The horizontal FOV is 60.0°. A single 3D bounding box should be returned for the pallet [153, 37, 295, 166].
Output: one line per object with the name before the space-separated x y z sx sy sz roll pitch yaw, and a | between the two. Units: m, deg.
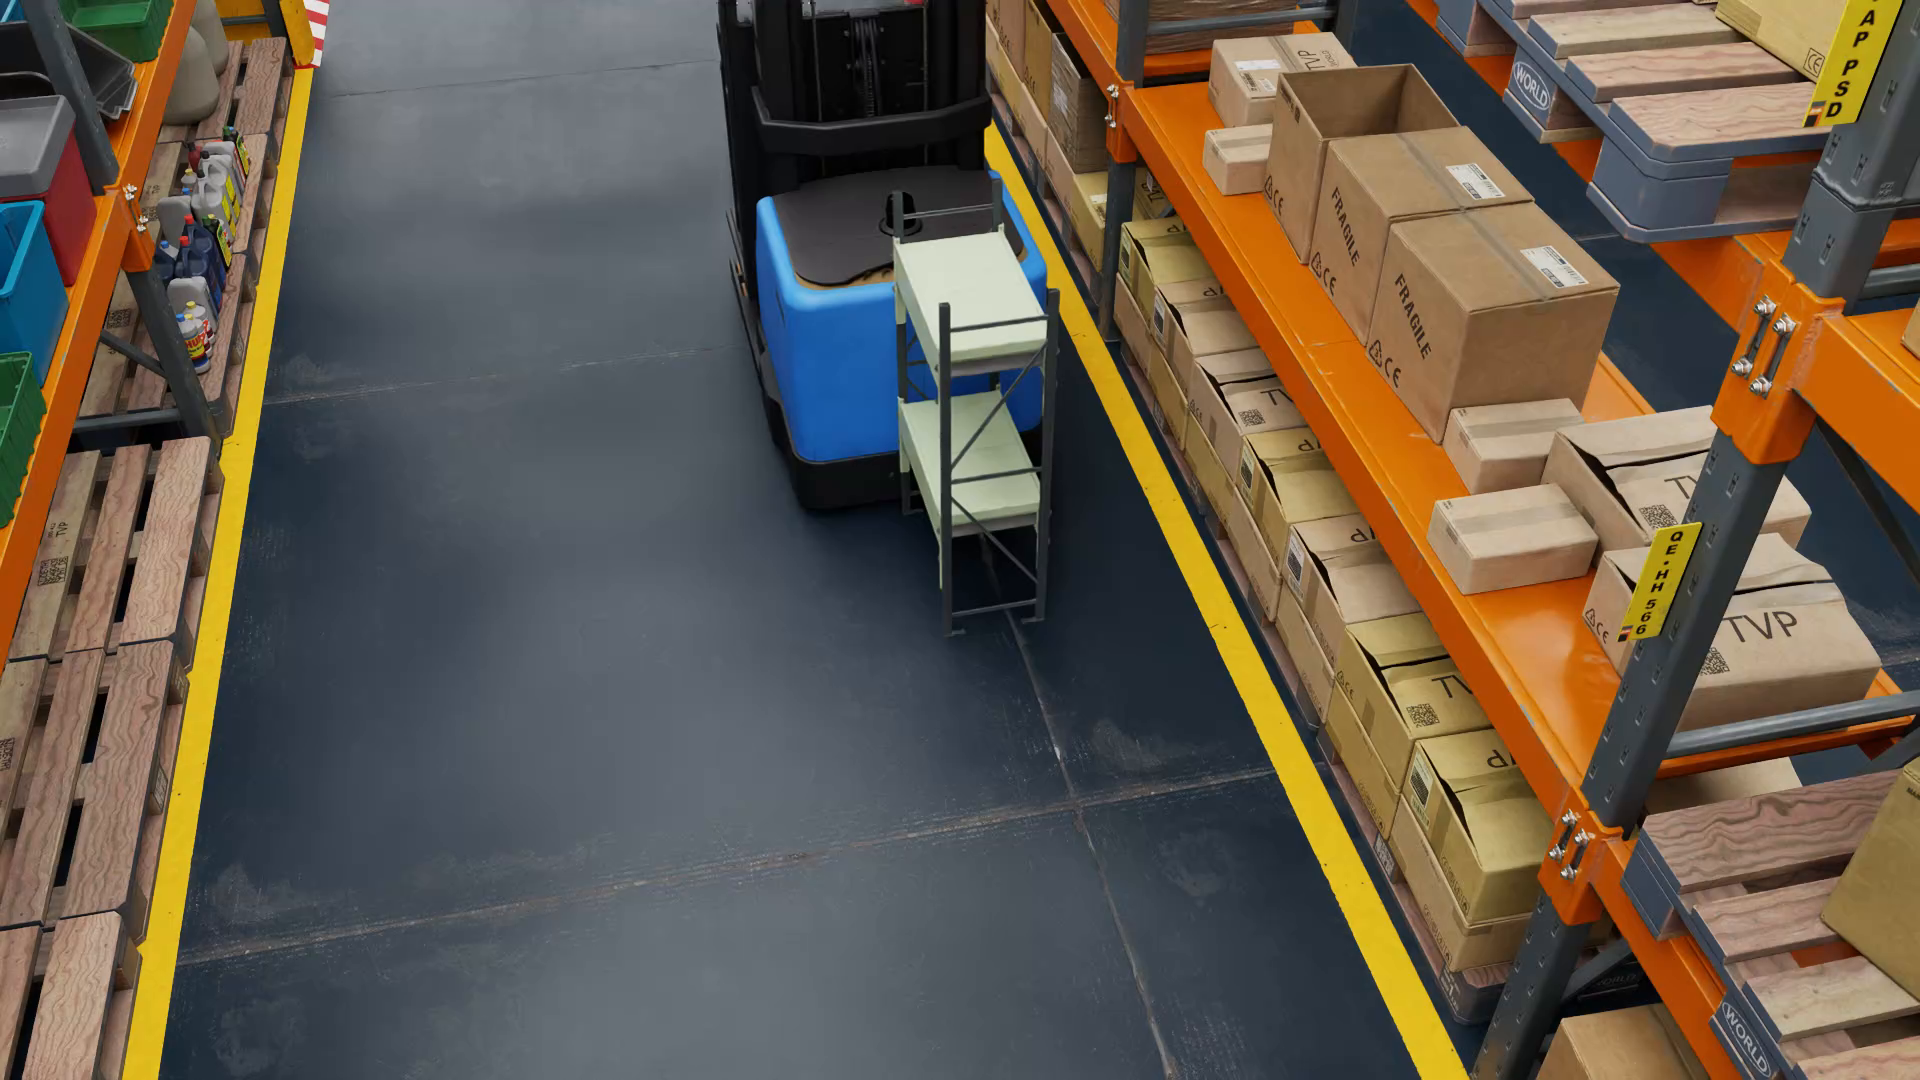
pallet | -4.315 -2.421 9.319 1.003 0.211 1.213 -8 42 -9

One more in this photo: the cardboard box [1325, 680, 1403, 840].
cardboard box | 1.550 0.676 5.484 0.500 0.250 0.500 -9 42 -10

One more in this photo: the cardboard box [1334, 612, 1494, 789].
cardboard box | 1.544 0.466 5.298 0.500 0.311 0.500 -9 42 -10

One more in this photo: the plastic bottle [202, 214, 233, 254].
plastic bottle | -3.533 -1.451 7.902 0.097 0.201 0.097 0 42 0

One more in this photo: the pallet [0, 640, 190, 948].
pallet | -3.210 0.897 5.580 1.003 0.211 1.213 -8 42 -9

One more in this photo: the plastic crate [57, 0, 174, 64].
plastic crate | -3.702 -2.282 7.221 0.450 0.188 0.662 -8 42 -9

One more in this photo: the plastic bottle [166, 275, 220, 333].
plastic bottle | -3.422 -1.062 7.407 0.152 0.276 0.135 -7 42 -8

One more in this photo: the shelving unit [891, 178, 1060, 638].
shelving unit | 0.043 -0.461 6.140 0.431 1.500 0.755 -9 42 -10

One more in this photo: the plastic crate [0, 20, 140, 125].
plastic crate | -3.673 -1.776 6.538 0.767 0.338 0.504 -8 42 -9

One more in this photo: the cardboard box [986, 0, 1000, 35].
cardboard box | 0.418 -3.125 9.201 0.500 0.500 0.500 -8 42 -9

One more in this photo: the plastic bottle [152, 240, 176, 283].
plastic bottle | -3.594 -1.177 7.481 0.144 0.351 0.185 -8 42 -9

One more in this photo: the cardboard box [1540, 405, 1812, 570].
cardboard box | 2.012 -0.130 4.704 0.500 0.311 0.500 -9 42 -10

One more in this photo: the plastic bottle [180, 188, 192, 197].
plastic bottle | -3.735 -1.615 8.086 0.097 0.201 0.097 0 42 0

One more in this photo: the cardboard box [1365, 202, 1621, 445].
cardboard box | 1.638 -0.679 5.180 0.500 0.500 0.500 -10 43 -12

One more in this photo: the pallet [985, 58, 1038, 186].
pallet | 0.755 -2.420 9.317 1.003 0.211 1.213 -8 42 -9

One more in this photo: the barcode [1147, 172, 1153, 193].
barcode | 0.801 -1.512 7.023 0.001 0.075 0.075 -8 42 -9

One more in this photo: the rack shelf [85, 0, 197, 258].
rack shelf | -4.116 -2.469 7.813 1.077 0.370 4.000 -8 42 -9

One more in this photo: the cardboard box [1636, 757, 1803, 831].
cardboard box | 2.190 0.724 5.007 0.500 0.311 0.500 -7 42 -8

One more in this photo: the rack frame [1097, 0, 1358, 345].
rack frame | 1.153 -2.149 6.911 1.000 3.000 0.127 -8 42 -9

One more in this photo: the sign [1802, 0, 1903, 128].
sign | 1.473 -0.826 2.713 0.100 0.325 0.005 -8 42 -9

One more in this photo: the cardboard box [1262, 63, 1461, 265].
cardboard box | 1.416 -1.344 5.930 0.500 0.500 0.500 -6 42 -6

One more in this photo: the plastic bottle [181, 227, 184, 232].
plastic bottle | -3.563 -1.381 7.769 0.097 0.271 0.097 0 42 0

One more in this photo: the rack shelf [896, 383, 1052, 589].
rack shelf | 0.043 -0.217 6.356 0.431 0.370 0.720 -9 42 -10

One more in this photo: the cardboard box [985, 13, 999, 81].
cardboard box | 0.407 -2.843 9.448 0.500 0.250 0.500 -8 42 -9

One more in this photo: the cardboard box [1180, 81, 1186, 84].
cardboard box | 1.243 -2.226 8.188 0.500 0.500 0.500 -8 42 -9

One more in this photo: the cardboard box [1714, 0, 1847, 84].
cardboard box | 1.863 -1.065 3.227 0.500 0.250 0.500 -11 43 -12

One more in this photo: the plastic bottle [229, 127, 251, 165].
plastic bottle | -3.723 -2.024 8.548 0.097 0.201 0.097 0 42 0

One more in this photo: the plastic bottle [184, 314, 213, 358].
plastic bottle | -3.347 -0.895 7.275 0.097 0.201 0.097 0 42 0

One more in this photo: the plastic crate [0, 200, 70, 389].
plastic crate | -3.143 -0.765 5.364 0.392 0.384 0.575 -8 42 -9

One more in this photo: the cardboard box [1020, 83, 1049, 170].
cardboard box | 0.619 -2.194 8.717 0.500 0.250 0.500 -8 42 -9

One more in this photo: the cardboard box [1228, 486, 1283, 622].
cardboard box | 1.330 0.016 6.227 0.500 0.250 0.500 -8 42 -8

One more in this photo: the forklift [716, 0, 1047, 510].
forklift | -0.492 -2.210 7.032 1.130 2.935 3.031 -9 42 -10

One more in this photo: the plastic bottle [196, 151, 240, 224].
plastic bottle | -3.626 -1.716 8.088 0.144 0.351 0.185 -7 42 -8

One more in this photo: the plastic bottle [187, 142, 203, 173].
plastic bottle | -3.800 -1.872 8.314 0.061 0.283 0.133 -8 42 -9

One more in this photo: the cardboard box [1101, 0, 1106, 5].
cardboard box | 0.931 -2.814 7.585 0.700 0.500 0.500 -9 42 -10

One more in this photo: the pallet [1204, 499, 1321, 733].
pallet | 1.617 0.159 6.412 1.003 0.211 1.213 -8 42 -9

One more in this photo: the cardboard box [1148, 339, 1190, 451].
cardboard box | 1.107 -0.649 6.976 0.500 0.250 0.500 -7 42 -8

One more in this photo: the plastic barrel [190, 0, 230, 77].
plastic barrel | -4.331 -2.845 9.253 0.421 0.512 0.421 0 42 0

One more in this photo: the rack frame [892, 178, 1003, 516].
rack frame | -0.043 -0.697 6.406 0.400 1.500 0.023 -9 42 -10

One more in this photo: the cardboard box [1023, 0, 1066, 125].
cardboard box | 0.631 -2.476 8.470 0.500 0.500 0.500 -8 42 -9

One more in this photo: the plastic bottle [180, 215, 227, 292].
plastic bottle | -3.494 -1.320 7.642 0.144 0.351 0.185 -10 43 -11

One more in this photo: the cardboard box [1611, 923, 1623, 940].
cardboard box | 2.190 0.934 5.193 0.500 0.250 0.500 -8 42 -9

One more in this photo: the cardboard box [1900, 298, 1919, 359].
cardboard box | 2.143 -0.437 2.648 0.910 0.500 0.500 -8 42 -9

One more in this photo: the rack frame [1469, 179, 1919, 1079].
rack frame | 2.016 0.444 3.990 1.000 3.000 0.127 -8 42 -9

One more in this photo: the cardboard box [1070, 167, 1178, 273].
cardboard box | 0.839 -1.547 7.988 0.500 0.250 0.500 -8 42 -9

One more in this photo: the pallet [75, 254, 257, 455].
pallet | -3.789 -0.840 7.537 1.003 0.211 1.213 -8 42 -9

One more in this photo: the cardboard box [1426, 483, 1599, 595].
cardboard box | 1.552 -0.005 4.686 0.380 0.149 0.250 -8 42 -9

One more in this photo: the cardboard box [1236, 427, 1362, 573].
cardboard box | 1.332 -0.187 6.034 0.500 0.311 0.500 -7 42 -8

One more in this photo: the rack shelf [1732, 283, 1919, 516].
rack shelf | 2.448 0.888 1.773 1.077 0.370 4.000 -8 42 -9

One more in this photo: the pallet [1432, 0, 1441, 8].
pallet | 1.538 -1.759 4.354 1.003 0.211 1.213 -7 42 -7

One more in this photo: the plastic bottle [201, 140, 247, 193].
plastic bottle | -3.696 -1.885 8.334 0.152 0.276 0.135 -8 42 -9

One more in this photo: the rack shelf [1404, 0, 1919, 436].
rack shelf | 1.585 -1.705 4.694 1.077 0.370 4.000 -8 42 -9

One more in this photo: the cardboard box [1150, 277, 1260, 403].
cardboard box | 1.102 -0.858 6.790 0.500 0.311 0.500 -9 42 -10

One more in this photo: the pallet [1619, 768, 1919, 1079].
pallet | 2.231 0.945 3.570 1.213 0.211 1.003 -8 42 -9

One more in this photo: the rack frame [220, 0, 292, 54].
rack frame | -4.548 -4.034 9.035 1.000 3.000 0.127 -8 42 -9
